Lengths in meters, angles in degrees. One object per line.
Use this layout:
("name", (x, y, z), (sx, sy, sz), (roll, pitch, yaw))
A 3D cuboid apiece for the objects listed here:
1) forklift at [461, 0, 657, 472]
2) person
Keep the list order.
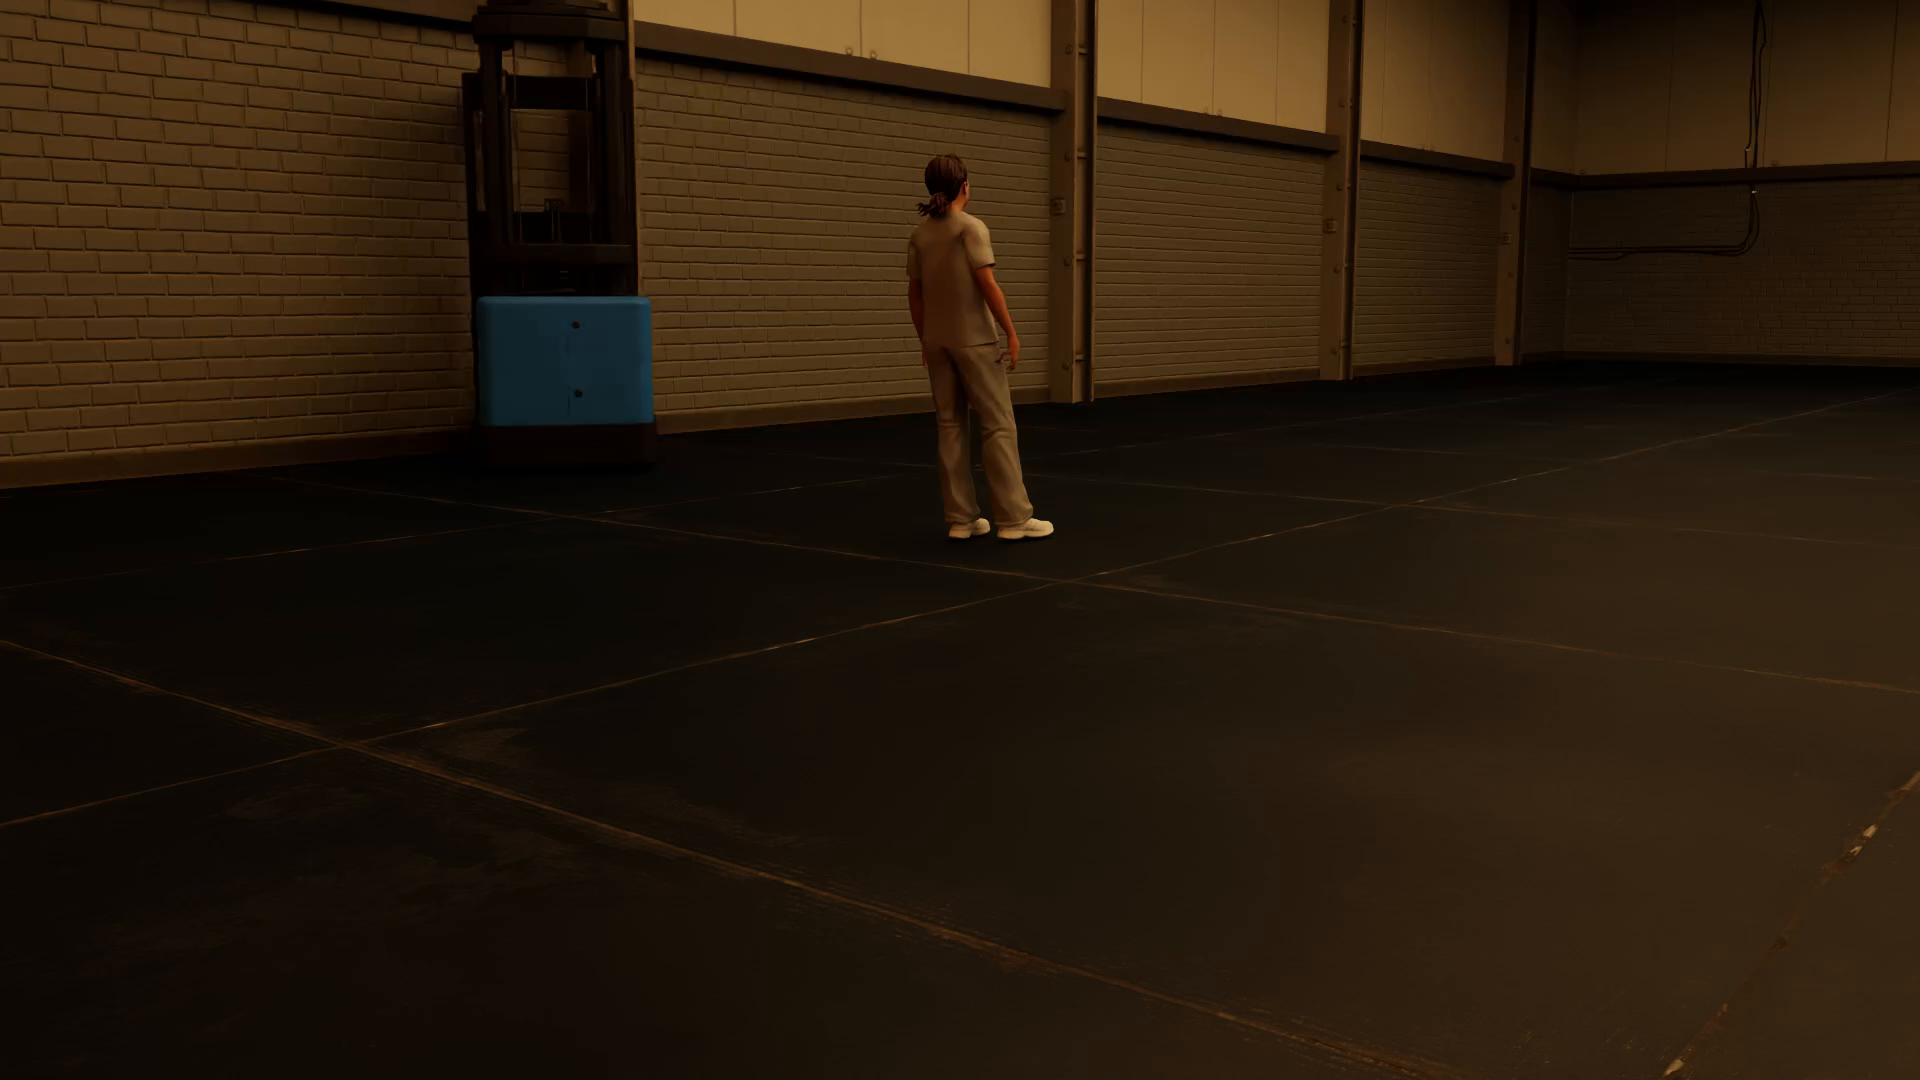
("forklift", (-2.761, -2.043, 11.245), (1.130, 2.935, 3.031), (-2, 9, -16))
("person", (0.057, -0.844, 7.331), (0.549, 1.673, 0.548), (7, 11, 38))
